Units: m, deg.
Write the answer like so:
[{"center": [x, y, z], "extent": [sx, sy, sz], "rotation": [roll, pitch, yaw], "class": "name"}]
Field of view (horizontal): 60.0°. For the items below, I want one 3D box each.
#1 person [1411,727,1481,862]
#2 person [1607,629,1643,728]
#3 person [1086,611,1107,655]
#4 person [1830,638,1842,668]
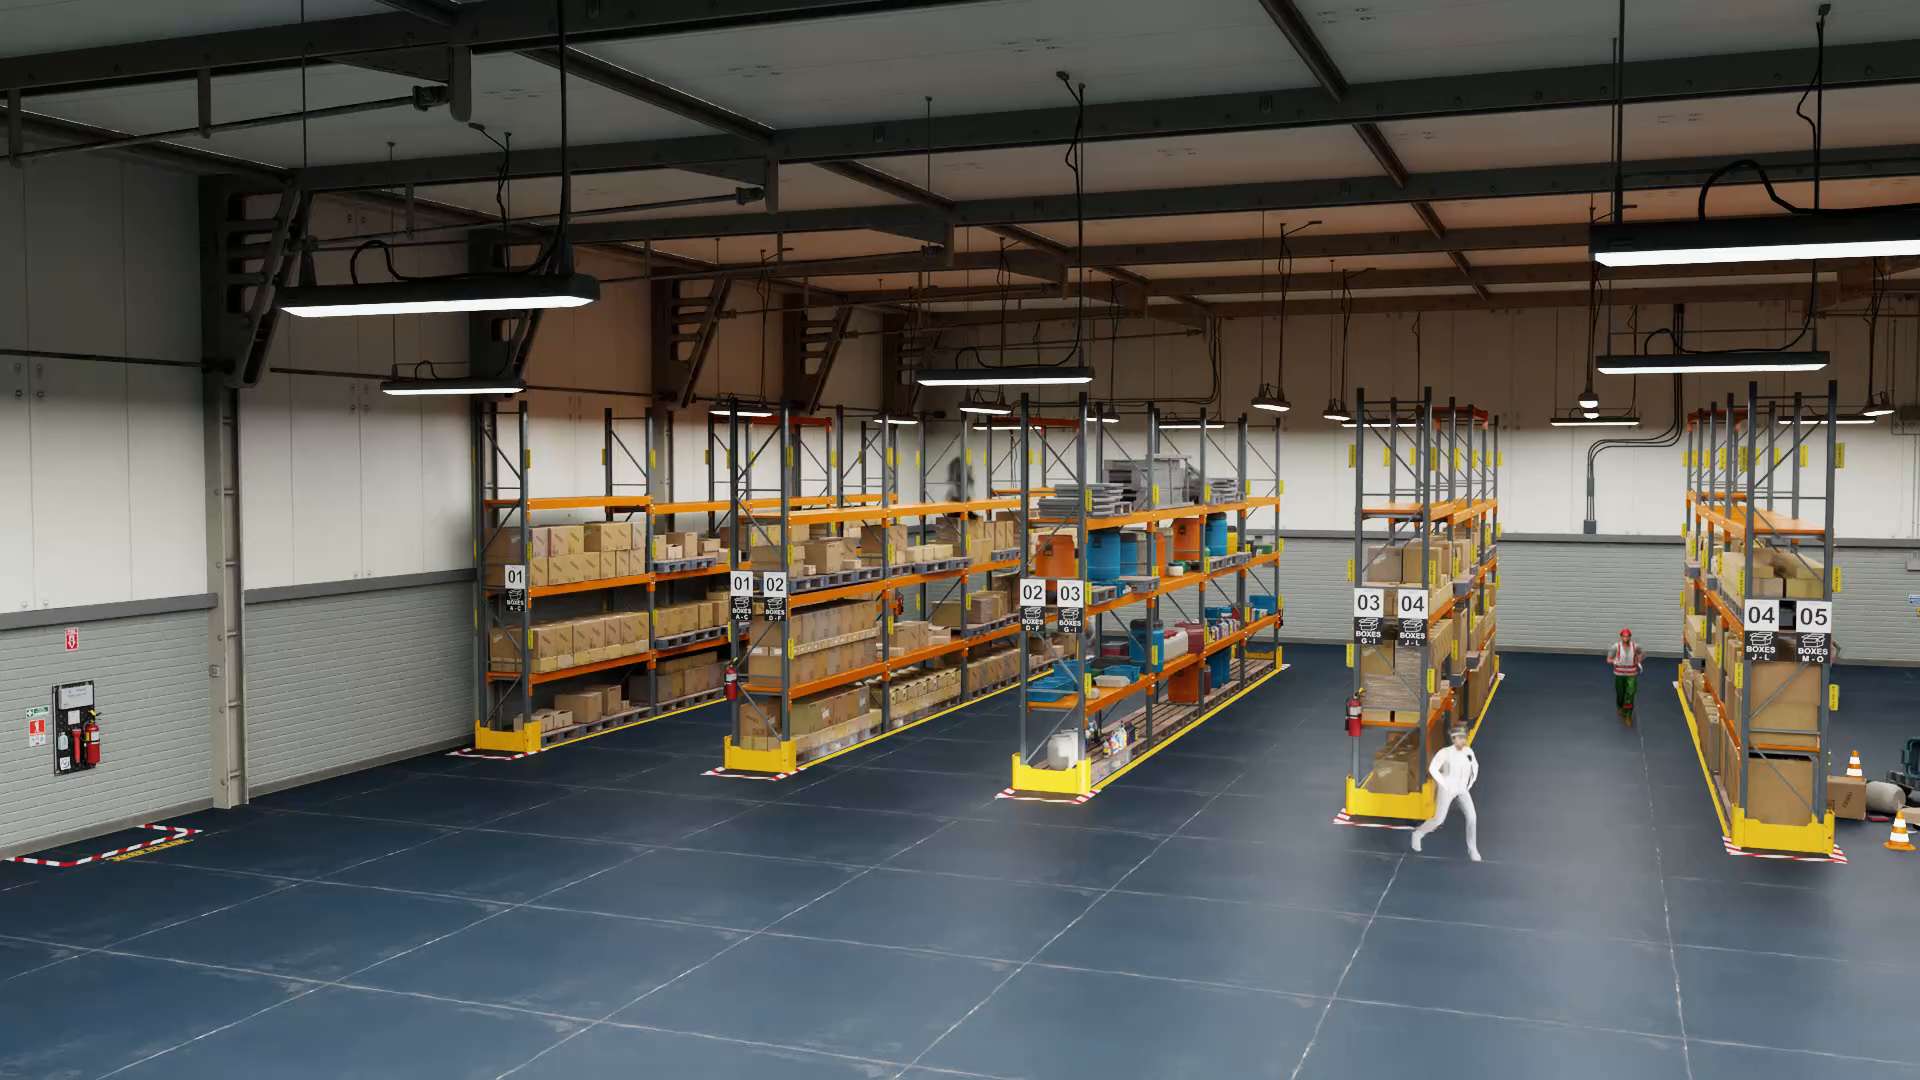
[{"center": [6.178, 3.171, 20.942], "extent": [0.841, 1.688, 0.713], "rotation": [-1, 3, -16], "class": "person"}, {"center": [12.592, 2.574, 31.480], "extent": [0.656, 1.811, 0.991], "rotation": [1, 3, 17], "class": "person"}, {"center": [3.435, 2.072, 42.327], "extent": [0.653, 1.738, 0.647], "rotation": [-3, 4, -44], "class": "person"}, {"center": [17.800, 2.548, 34.288], "extent": [0.535, 1.556, 0.608], "rotation": [0, 3, -4], "class": "person"}]
